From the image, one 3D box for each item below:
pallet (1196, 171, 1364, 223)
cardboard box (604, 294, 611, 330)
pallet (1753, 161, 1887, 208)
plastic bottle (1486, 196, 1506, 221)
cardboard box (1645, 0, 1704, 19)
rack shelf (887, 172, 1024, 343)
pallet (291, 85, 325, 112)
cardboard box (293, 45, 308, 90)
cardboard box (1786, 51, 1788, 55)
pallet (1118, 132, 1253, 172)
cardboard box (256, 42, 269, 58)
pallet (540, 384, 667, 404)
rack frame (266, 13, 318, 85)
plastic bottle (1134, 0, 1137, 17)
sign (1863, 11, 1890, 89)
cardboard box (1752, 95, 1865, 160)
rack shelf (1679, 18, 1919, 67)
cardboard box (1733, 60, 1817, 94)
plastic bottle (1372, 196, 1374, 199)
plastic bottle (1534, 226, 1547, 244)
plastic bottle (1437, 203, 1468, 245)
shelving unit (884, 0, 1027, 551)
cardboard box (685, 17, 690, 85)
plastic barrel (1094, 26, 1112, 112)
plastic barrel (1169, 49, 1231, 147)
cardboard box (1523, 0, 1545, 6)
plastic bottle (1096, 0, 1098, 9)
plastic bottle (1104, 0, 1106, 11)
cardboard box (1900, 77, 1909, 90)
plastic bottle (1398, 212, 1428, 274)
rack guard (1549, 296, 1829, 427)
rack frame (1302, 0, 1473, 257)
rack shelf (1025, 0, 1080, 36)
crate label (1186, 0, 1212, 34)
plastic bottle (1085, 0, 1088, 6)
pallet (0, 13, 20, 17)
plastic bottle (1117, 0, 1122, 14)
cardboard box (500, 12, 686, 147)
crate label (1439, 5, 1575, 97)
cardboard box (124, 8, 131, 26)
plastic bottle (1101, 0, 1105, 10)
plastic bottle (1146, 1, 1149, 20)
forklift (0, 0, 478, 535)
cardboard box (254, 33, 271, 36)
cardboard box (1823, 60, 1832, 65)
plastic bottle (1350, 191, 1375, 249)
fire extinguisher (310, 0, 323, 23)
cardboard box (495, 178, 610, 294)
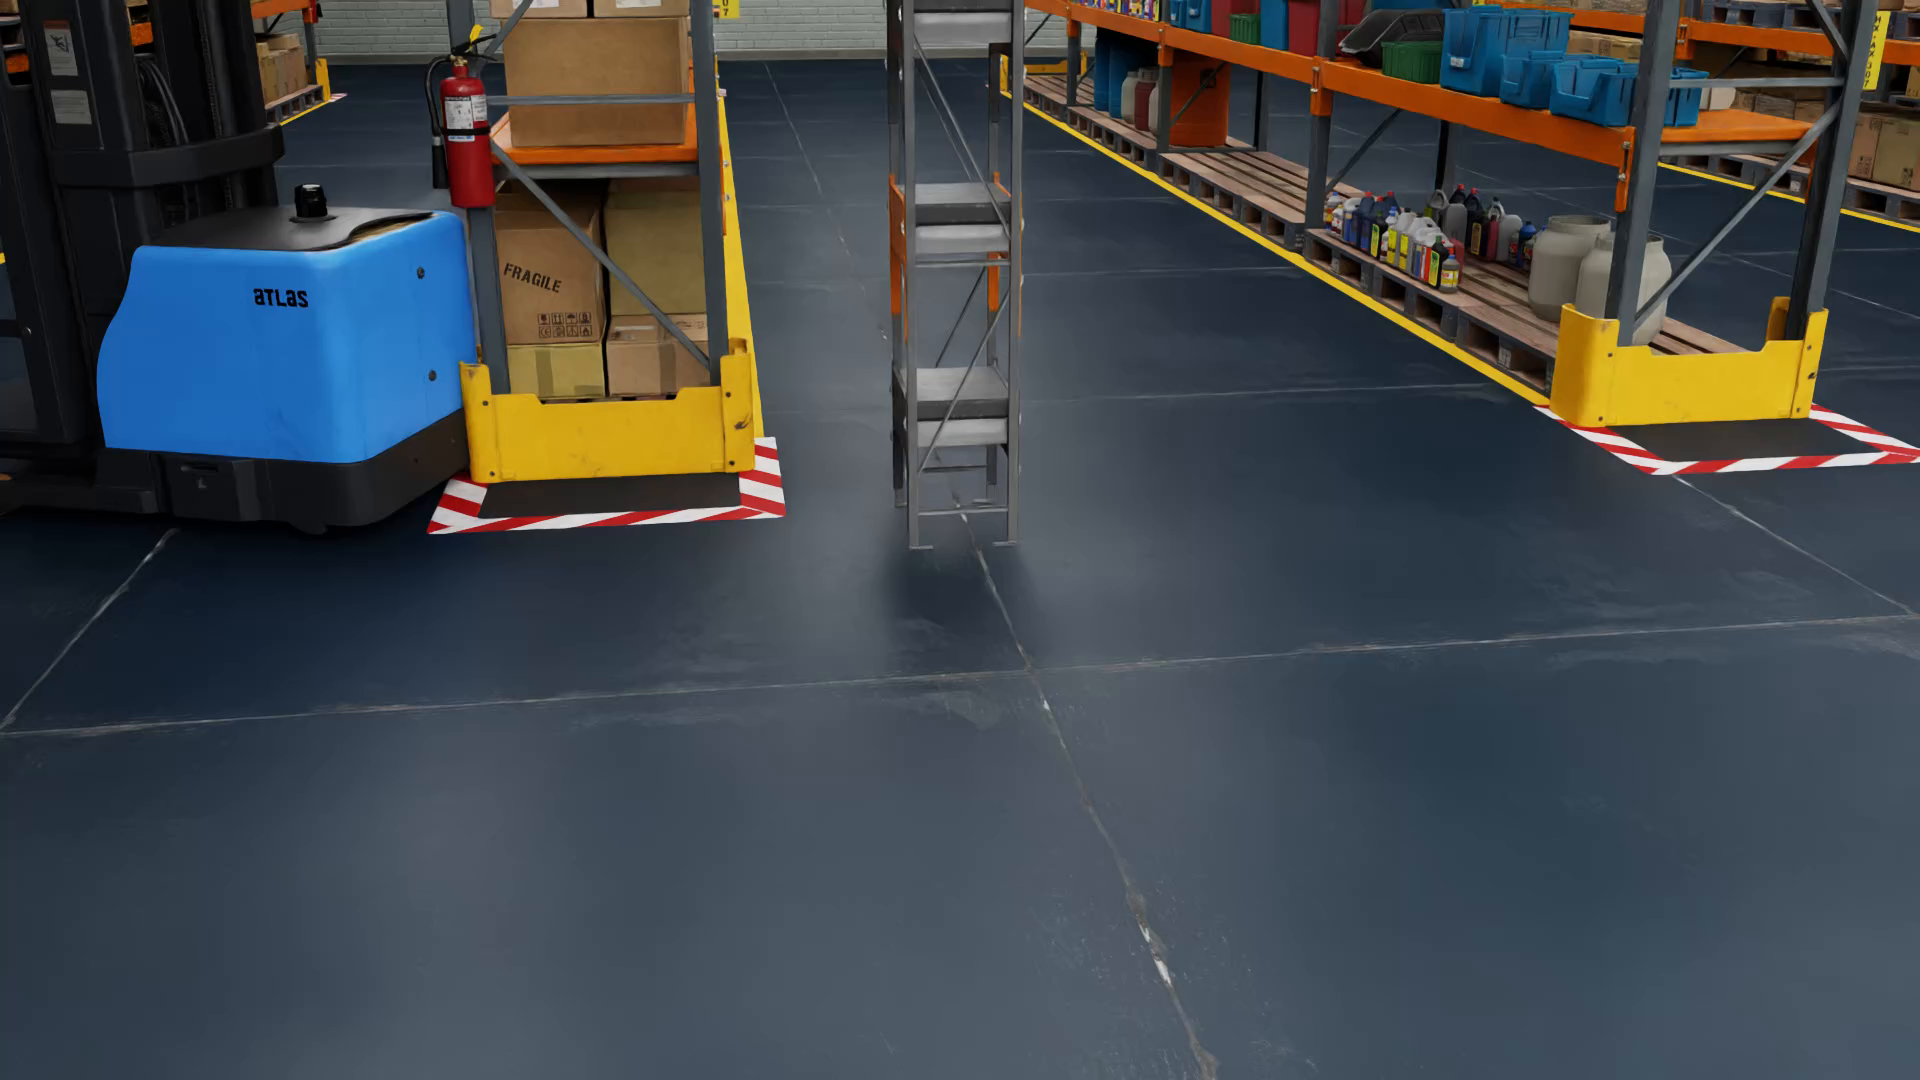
[{"bbox_3d":[2.529,-2.753,13.285,1.003,0.211,1.213,-3,21,-8],"label":"pallet"},{"bbox_3d":[-1.920,-0.984,7.894,0.500,0.250,0.500,-3,21,-8],"label":"cardboard box"},{"bbox_3d":[7.468,-3.002,13.952,1.003,0.211,1.213,-3,21,-8],"label":"pallet"},{"bbox_3d":[3.312,-1.944,10.292,0.144,0.351,0.185,-3,21,-8],"label":"plastic bottle"},{"bbox_3d":[6.868,-5.206,15.724,0.500,0.500,0.500,-2,21,-6],"label":"cardboard box"},{"bbox_3d":[-0.024,-1.028,6.007,0.431,0.518,0.480,-3,21,-8],"label":"rack shelf"},{"bbox_3d":[-8.481,-5.442,20.484,1.003,0.211,1.213,-3,21,-8],"label":"pallet"},{"bbox_3d":[-8.474,-5.809,20.455,0.700,0.500,0.500,-3,21,-8],"label":"cardboard box"},{"bbox_3d":[10.902,-6.472,21.882,0.380,0.149,0.250,-3,21,-7],"label":"cardboard box"},{"bbox_3d":[2.128,-3.715,15.862,1.003,0.211,1.213,-3,21,-8],"label":"pallet"},{"bbox_3d":[-8.048,-5.538,18.802,0.380,0.149,0.250,-4,21,-9],"label":"cardboard box"},{"bbox_3d":[-1.618,-0.689,7.758,1.003,0.211,1.213,-3,21,-8],"label":"pallet"},{"bbox_3d":[-8.674,-7.021,20.727,1.000,3.000,0.127,-3,21,-8],"label":"rack frame"},{"bbox_3d":[1.700,-5.066,15.775,0.097,0.201,0.097,0,20,0],"label":"plastic bottle"},{"bbox_3d":[3.981,-2.137,7.255,0.100,0.325,0.005,-3,21,-8],"label":"sign"},{"bbox_3d":[7.393,-3.613,14.547,0.700,0.500,0.500,-5,21,-12],"label":"cardboard box"},{"bbox_3d":[7.472,-3.971,13.589,1.077,0.370,4.000,-3,21,-8],"label":"rack shelf"},{"bbox_3d":[7.310,-4.156,14.930,0.500,0.250,0.500,-2,21,-6],"label":"cardboard box"},{"bbox_3d":[2.651,-2.062,10.703,0.061,0.283,0.133,-3,21,-8],"label":"plastic bottle"},{"bbox_3d":[3.419,-1.706,9.766,0.097,0.271,0.097,0,20,0],"label":"plastic bottle"},{"bbox_3d":[3.122,-2.005,10.561,0.152,0.276,0.135,-3,21,-8],"label":"plastic bottle"},{"bbox_3d":[-0.024,-1.041,6.002,0.431,2.100,0.503,-3,21,-8],"label":"shelving unit"},{"bbox_3d":[-1.890,-2.829,9.359,0.700,0.500,0.500,-3,21,-8],"label":"cardboard box"},{"bbox_3d":[1.768,-5.160,18.144,0.600,0.901,0.708,-3,21,-8],"label":"plastic barrel"},{"bbox_3d":[2.195,-4.099,15.406,0.600,0.830,0.708,-3,21,-8],"label":"plastic barrel"},{"bbox_3d":[6.500,-6.086,18.082,0.500,0.500,0.500,-3,21,-8],"label":"cardboard box"},{"bbox_3d":[1.466,-5.627,17.280,0.097,0.201,0.097,0,20,0],"label":"plastic bottle"},{"bbox_3d":[1.519,-5.501,16.941,0.097,0.201,0.097,0,20,0],"label":"plastic bottle"},{"bbox_3d":[11.796,-5.604,20.408,0.380,0.149,0.250,-4,21,-10],"label":"cardboard box"},{"bbox_3d":[2.680,-1.754,9.781,0.144,0.351,0.185,-2,21,-6],"label":"plastic bottle"},{"bbox_3d":[3.379,-0.834,7.734,1.175,0.500,0.348,-3,21,-8],"label":"rack guard"},{"bbox_3d":[2.859,-3.366,10.941,1.000,3.000,0.127,-3,21,-8],"label":"rack frame"},{"bbox_3d":[1.418,-6.491,20.337,1.077,0.370,4.000,-3,21,-8],"label":"rack shelf"},{"bbox_3d":[2.158,-4.410,13.685,0.502,0.435,0.616,-3,21,-8],"label":"crate label"},{"bbox_3d":[1.391,-5.809,17.766,0.097,0.201,0.097,0,20,0],"label":"plastic bottle"},{"bbox_3d":[-7.313,-3.920,12.698,1.213,0.211,1.003,-3,21,-8],"label":"pallet"},{"bbox_3d":[1.592,-5.321,16.341,0.061,0.283,0.133,-3,21,-8],"label":"plastic bottle"},{"bbox_3d":[-1.521,-1.941,6.984,0.700,0.500,0.500,-3,21,-8],"label":"cardboard box"},{"bbox_3d":[2.903,-2.621,8.896,0.502,0.435,0.616,-3,21,-8],"label":"crate label"},{"bbox_3d":[-7.321,-4.452,14.180,0.380,0.149,0.250,-2,21,-6],"label":"cardboard box"},{"bbox_3d":[1.529,-5.577,17.040,0.152,0.276,0.135,-3,21,-8],"label":"plastic bottle"},{"bbox_3d":[1.771,-4.897,15.324,0.097,0.201,0.097,0,20,0],"label":"plastic bottle"},{"bbox_3d":[-3.551,-1.637,6.411,3.031,2.935,1.130,4,21,11],"label":"forklift"},{"bbox_3d":[-8.690,-6.146,20.431,0.380,0.149,0.250,-3,21,-7],"label":"cardboard box"},{"bbox_3d":[11.124,-5.971,20.965,0.380,0.149,0.250,-3,21,-7],"label":"cardboard box"},{"bbox_3d":[2.565,-2.031,10.523,0.144,0.351,0.185,-2,21,-6],"label":"plastic bottle"},{"bbox_3d":[-8.239,-6.885,21.008,0.296,0.674,0.183,-3,21,-8],"label":"fire extinguisher"},{"bbox_3d":[-1.997,-1.508,8.226,0.500,0.500,0.500,-3,21,-8],"label":"cardboard box"}]
